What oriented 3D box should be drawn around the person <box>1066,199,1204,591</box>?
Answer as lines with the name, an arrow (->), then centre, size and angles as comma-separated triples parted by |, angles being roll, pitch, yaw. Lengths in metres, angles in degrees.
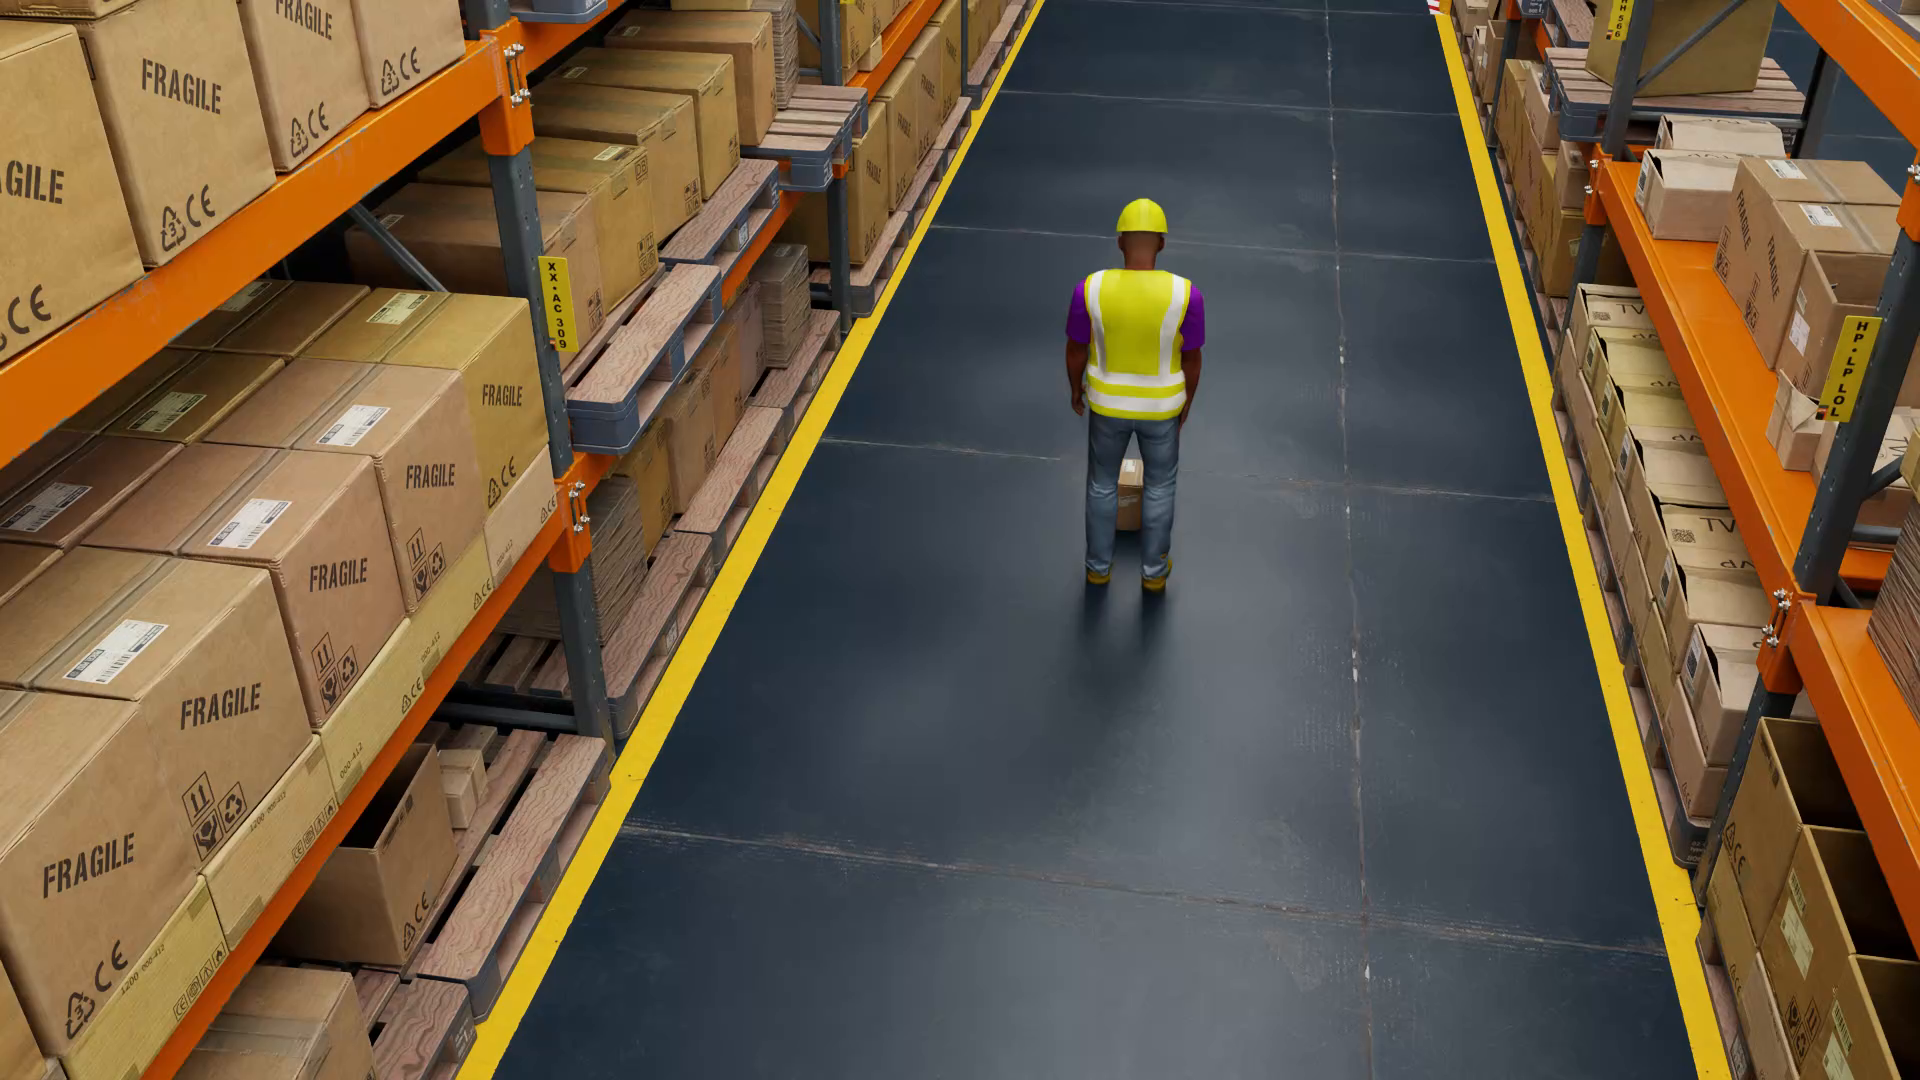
person -> 0.730, -0.596, 7.074 | 0.573, 1.752, 0.384 | 6, 33, 9
